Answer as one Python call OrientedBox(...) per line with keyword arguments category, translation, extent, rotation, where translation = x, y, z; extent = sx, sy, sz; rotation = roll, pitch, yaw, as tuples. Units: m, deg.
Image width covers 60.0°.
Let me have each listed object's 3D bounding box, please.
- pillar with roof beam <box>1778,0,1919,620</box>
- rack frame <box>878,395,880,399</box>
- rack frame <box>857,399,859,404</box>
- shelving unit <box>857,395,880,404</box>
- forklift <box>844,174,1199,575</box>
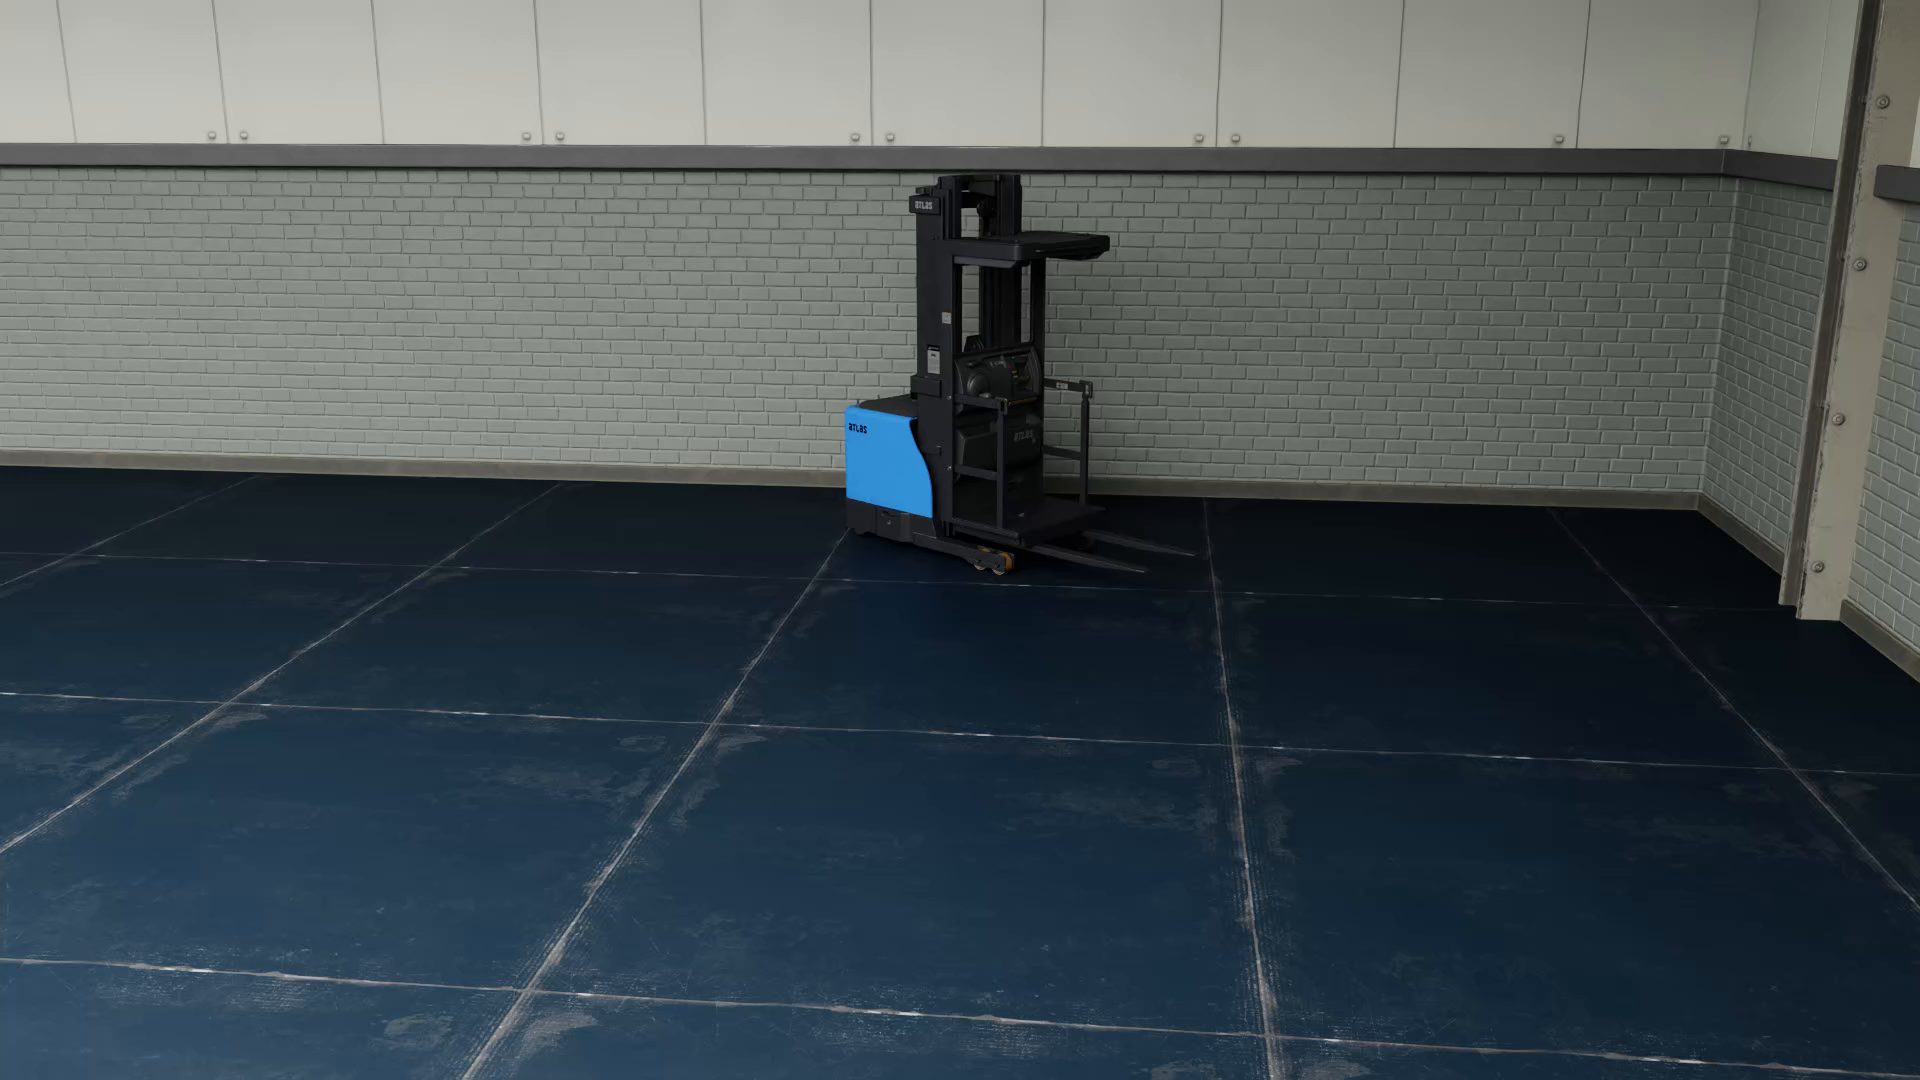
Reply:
OrientedBox(category="pillar with roof beam", translation=(1.756, -3.966, 11.088), extent=(9.100, 9.000, 0.400), rotation=(2, 15, 6))
OrientedBox(category="rack frame", translation=(-0.629, -0.718, 14.306), extent=(0.200, 1.050, 0.008), rotation=(13, 20, 41))
OrientedBox(category="rack frame", translation=(-0.794, -0.671, 14.132), extent=(0.200, 1.050, 0.008), rotation=(13, 20, 41))
OrientedBox(category="shelving unit", translation=(-0.711, -0.695, 14.219), extent=(0.215, 1.050, 0.252), rotation=(13, 20, 41))
OrientedBox(category="forklift", translation=(0.456, -1.302, 12.864), extent=(3.031, 2.935, 1.130), rotation=(14, 20, 41))
